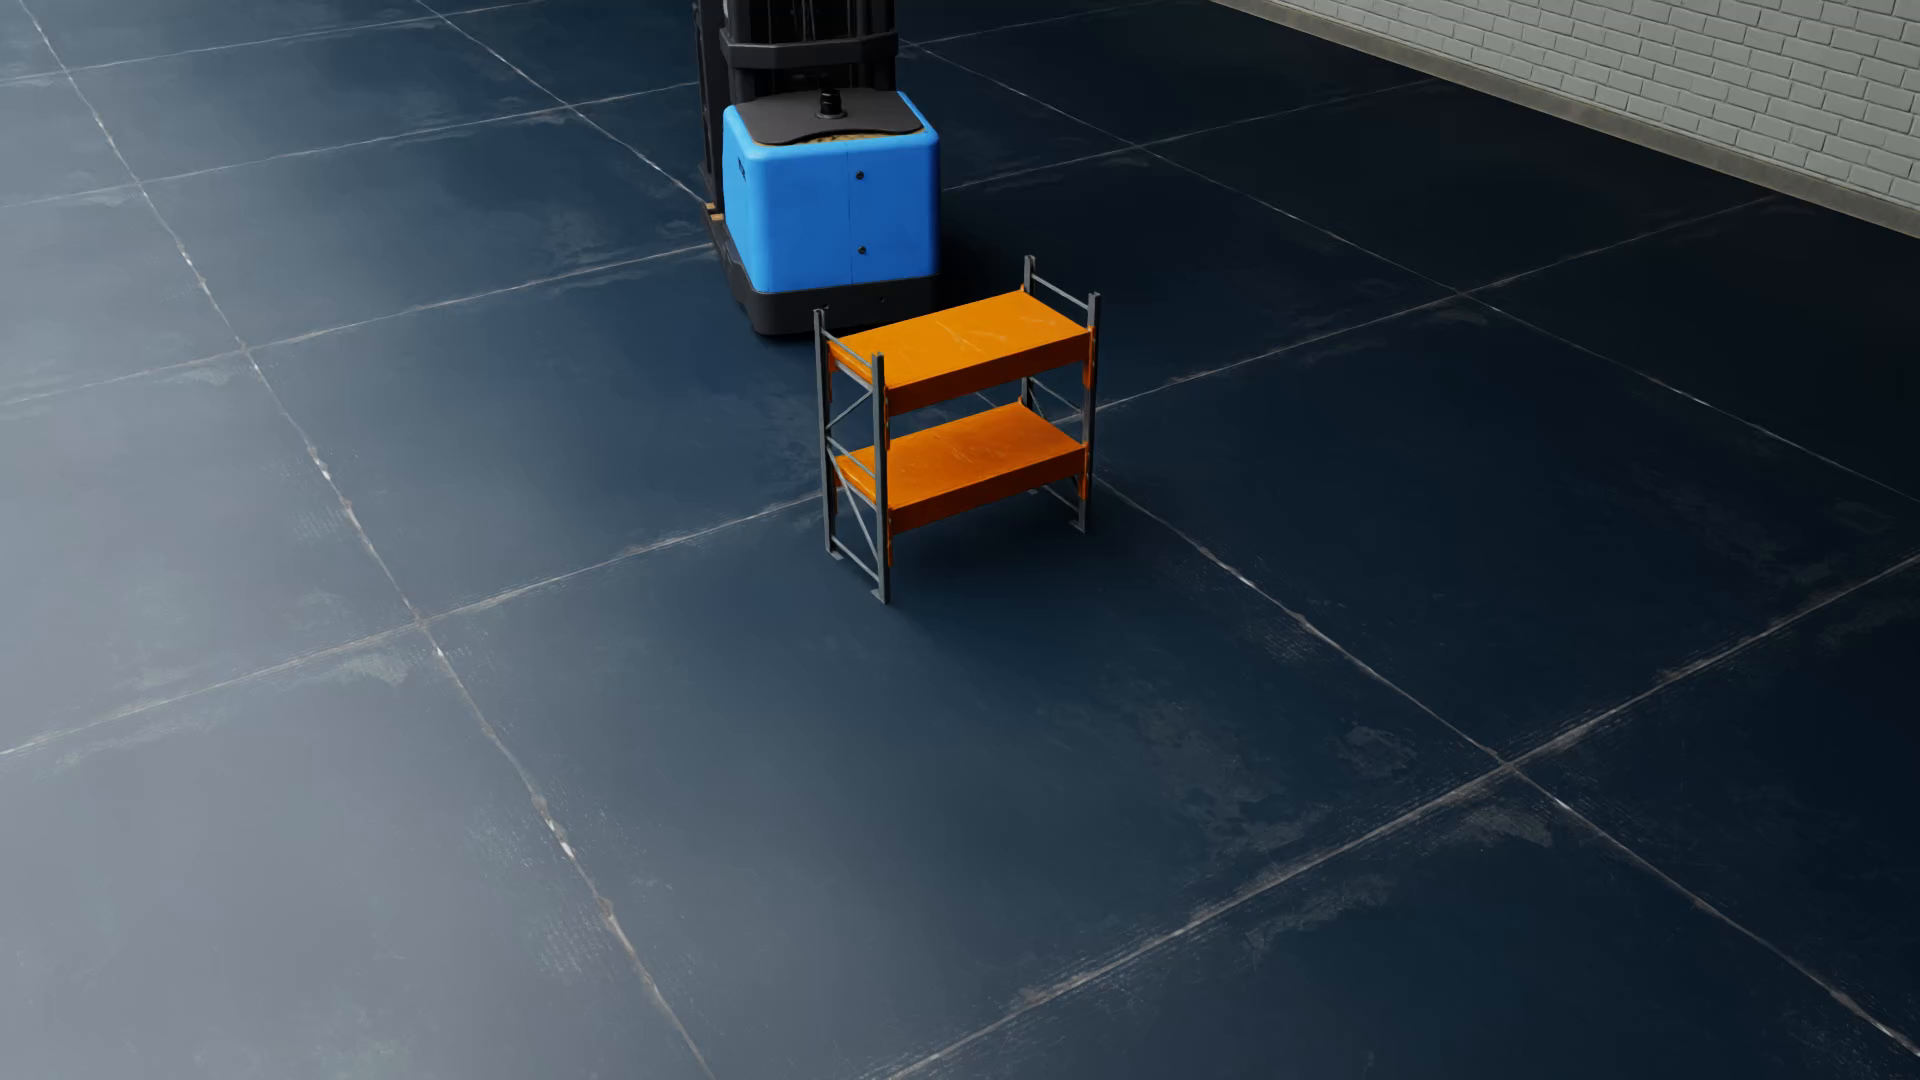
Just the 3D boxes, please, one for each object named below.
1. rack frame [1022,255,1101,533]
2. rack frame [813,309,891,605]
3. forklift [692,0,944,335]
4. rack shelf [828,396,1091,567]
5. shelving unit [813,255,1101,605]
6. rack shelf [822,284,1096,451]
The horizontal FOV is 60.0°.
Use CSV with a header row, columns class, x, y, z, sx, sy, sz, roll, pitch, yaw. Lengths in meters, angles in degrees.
class,x,y,z,sx,sy,sz,roll,pitch,yaw
rack frame,0.422,-0.621,7.180,0.032,1.125,0.500,-19,37,-27
rack frame,-0.433,-0.327,6.714,0.032,1.125,0.500,-19,37,-27
forklift,-0.973,-3.106,9.426,1.130,2.935,3.031,-8,33,-13
rack shelf,-0.006,-0.267,7.077,1.000,0.278,0.538,-19,37,-27
shelving unit,-0.006,-0.474,6.947,1.048,1.125,0.538,-19,37,-27
rack shelf,-0.006,-0.721,6.791,1.000,0.278,0.538,-19,37,-27
